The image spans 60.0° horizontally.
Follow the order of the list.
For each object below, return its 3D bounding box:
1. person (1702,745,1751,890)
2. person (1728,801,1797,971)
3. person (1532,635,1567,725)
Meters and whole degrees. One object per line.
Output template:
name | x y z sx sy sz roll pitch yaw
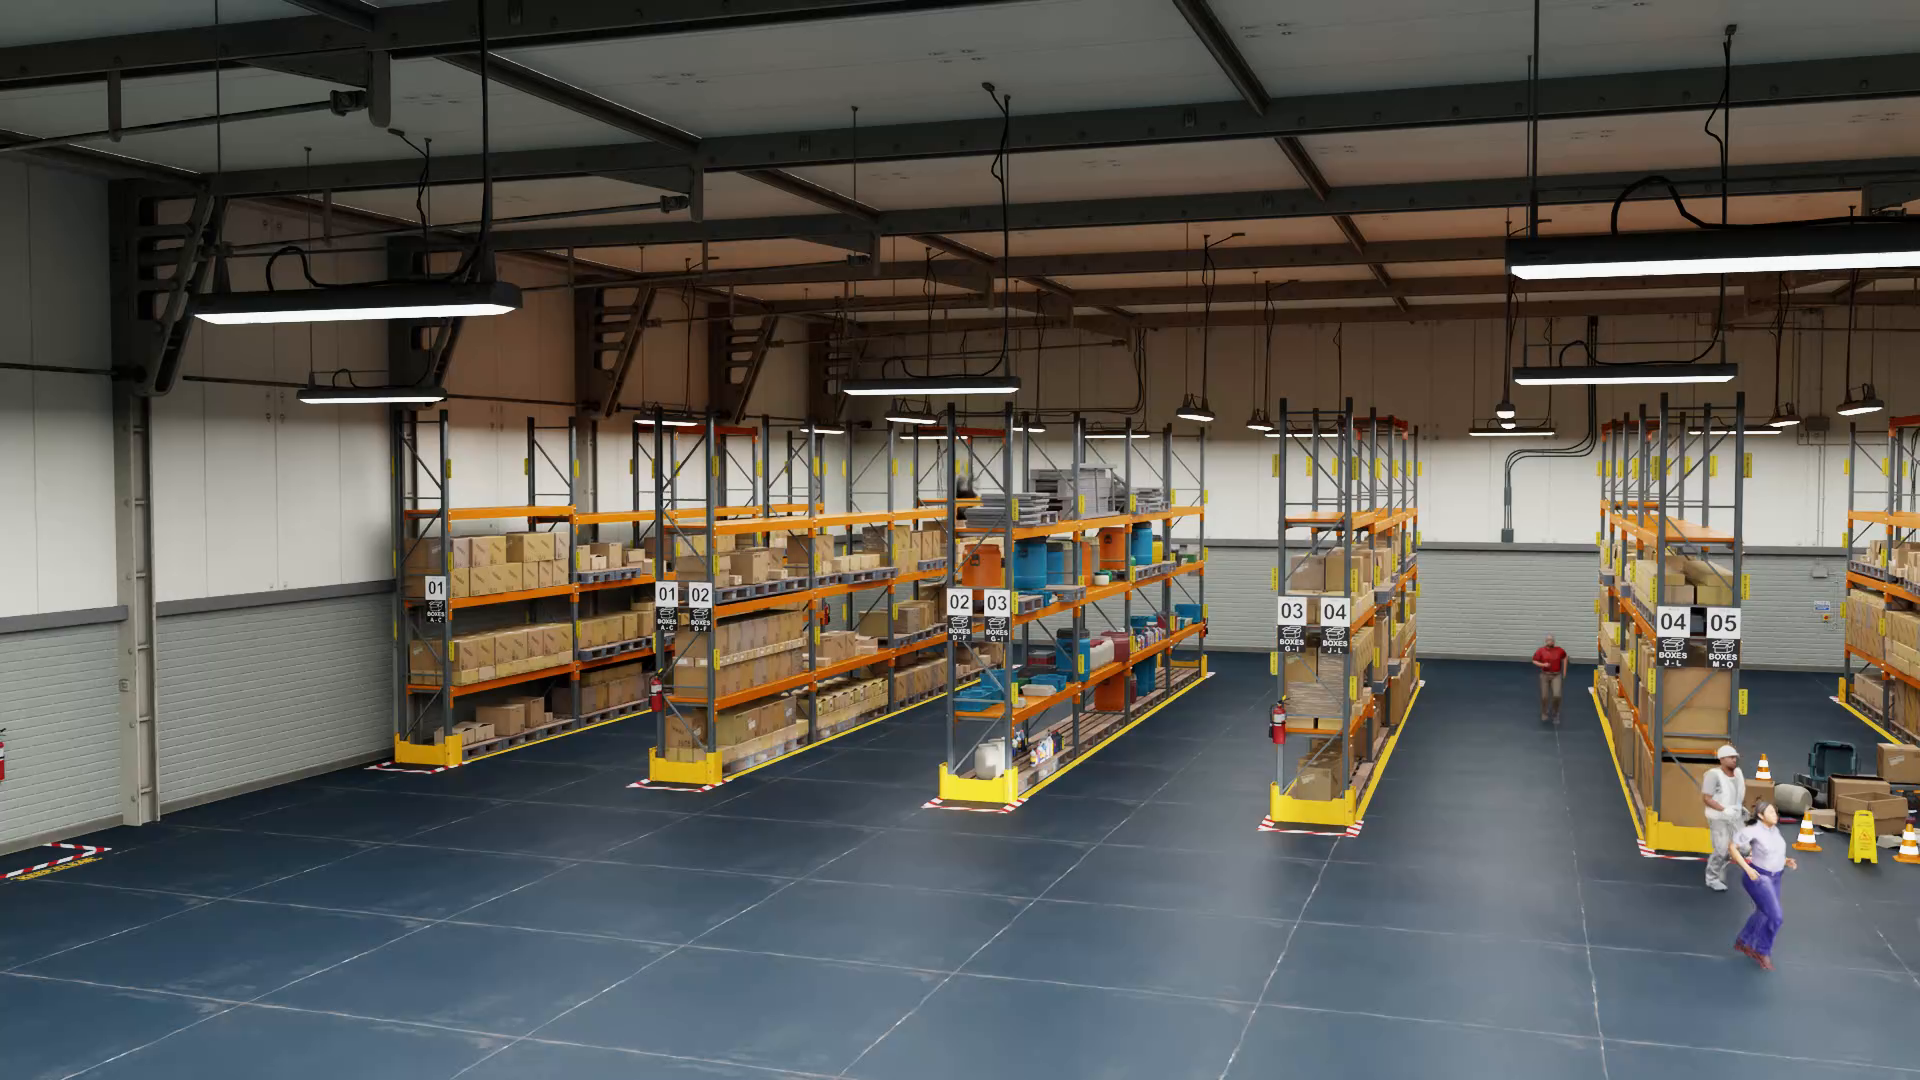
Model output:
person | 9.089 3.288 19.644 0.681 1.727 0.630 -1 3 -21
person | 8.101 3.486 16.765 0.595 1.711 0.626 -2 3 -36
person | 11.582 2.755 32.644 0.668 1.795 0.754 1 3 16
